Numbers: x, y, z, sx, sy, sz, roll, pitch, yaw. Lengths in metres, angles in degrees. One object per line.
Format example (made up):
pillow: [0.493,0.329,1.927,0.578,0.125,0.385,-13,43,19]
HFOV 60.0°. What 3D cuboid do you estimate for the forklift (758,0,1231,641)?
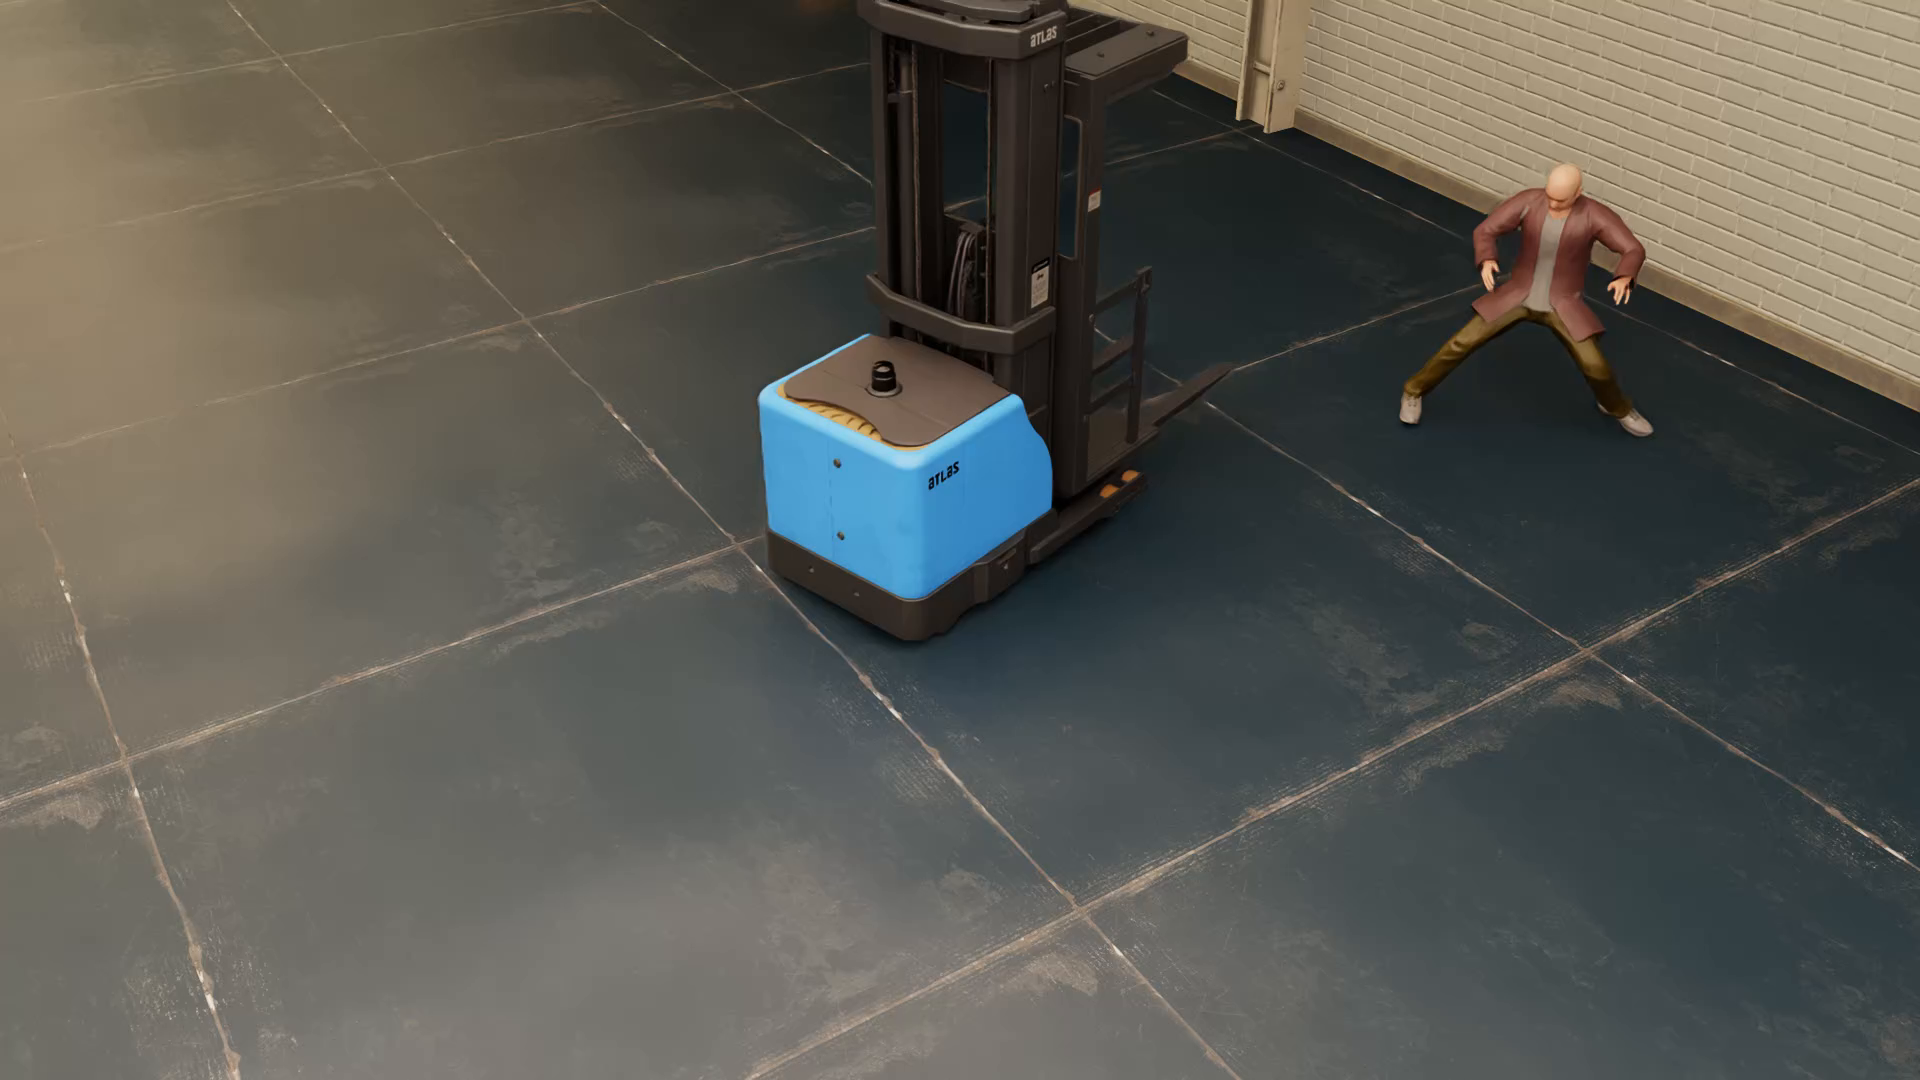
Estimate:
forklift: [0.363,-1.494,8.274,1.130,2.935,3.031,26,43,32]

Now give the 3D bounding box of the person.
person: [3.240,-1.297,9.191,1.363,1.551,0.782,21,40,27]
